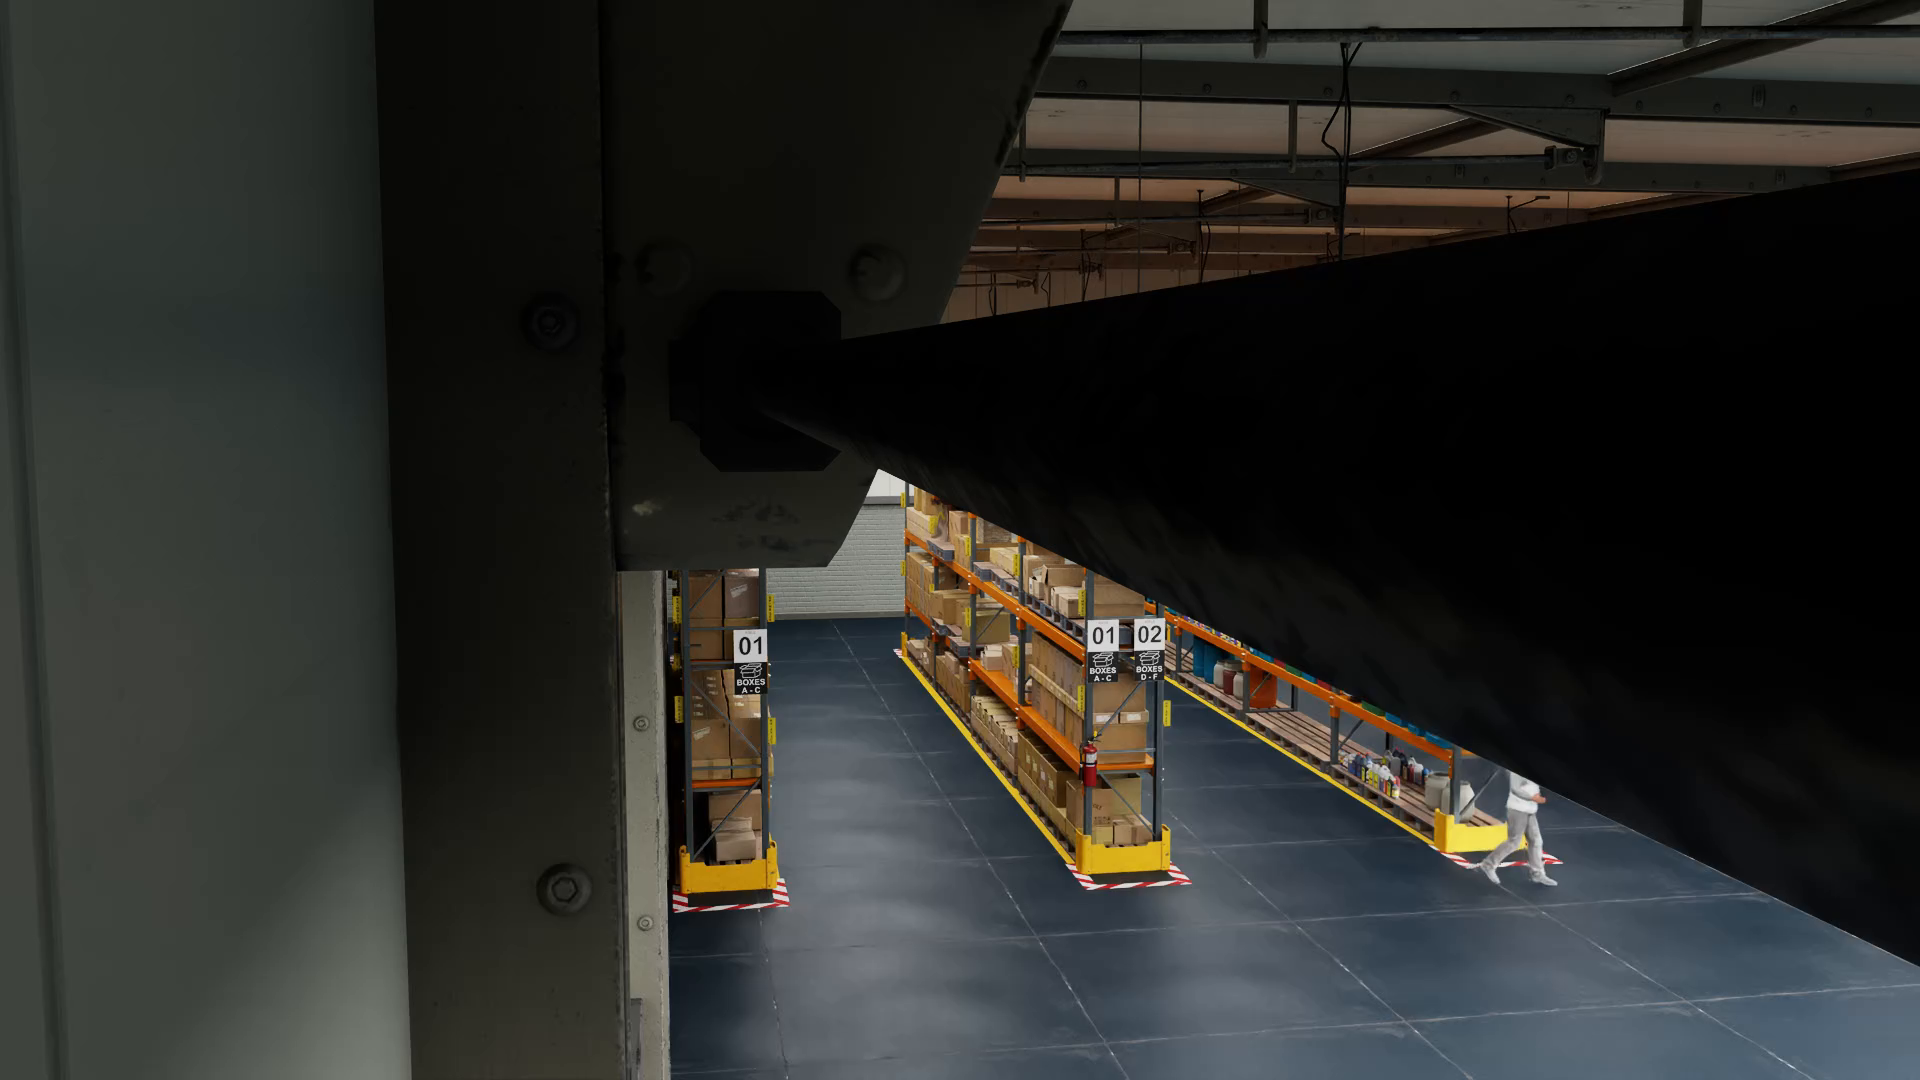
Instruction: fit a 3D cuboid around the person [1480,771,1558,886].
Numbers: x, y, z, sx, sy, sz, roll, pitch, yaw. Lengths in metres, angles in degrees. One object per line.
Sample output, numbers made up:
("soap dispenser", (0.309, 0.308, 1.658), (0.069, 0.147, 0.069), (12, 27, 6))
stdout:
("person", (6.905, 3.314, 20.412), (0.895, 1.769, 0.700), (3, 7, 26))
